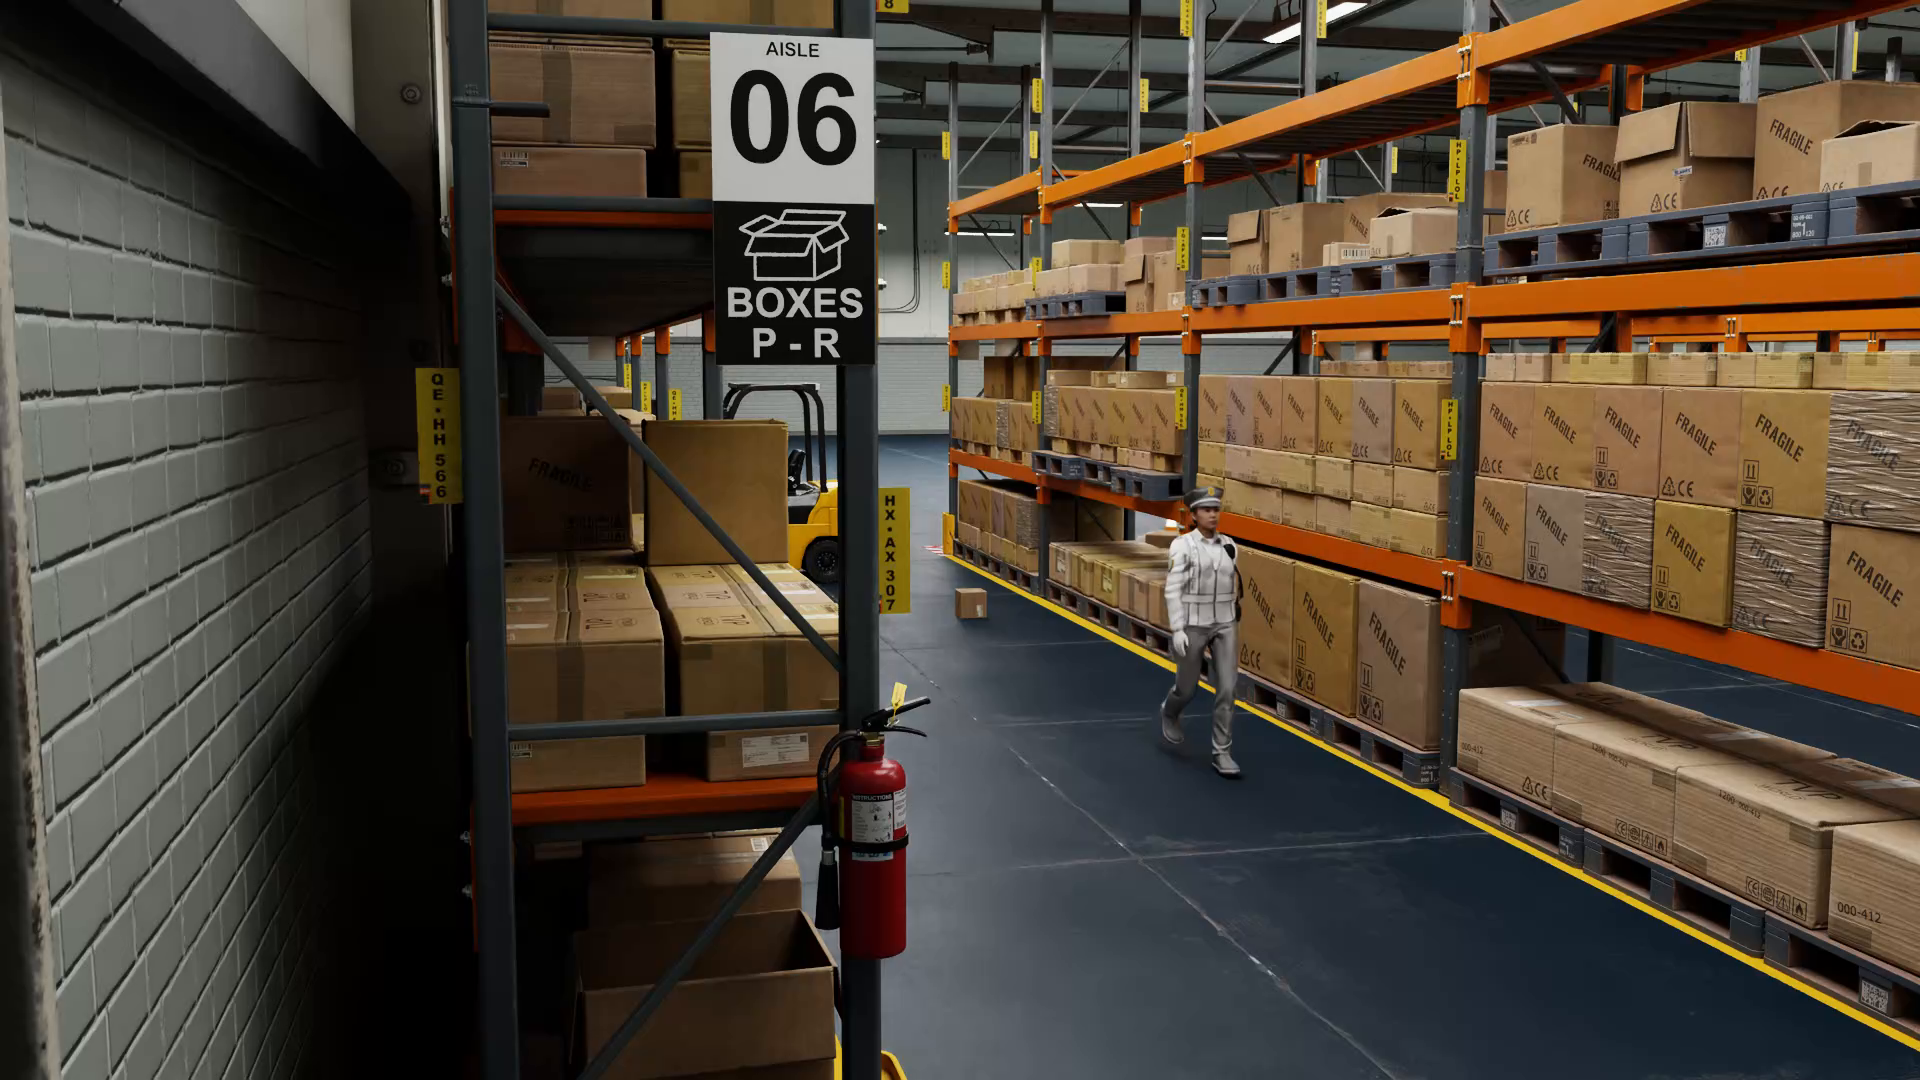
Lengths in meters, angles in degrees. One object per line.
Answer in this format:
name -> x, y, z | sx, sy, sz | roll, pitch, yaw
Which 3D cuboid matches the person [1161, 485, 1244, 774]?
person -> 1.434, 0.506, 9.884 | 0.482, 1.651, 0.797 | -1, 6, -12
